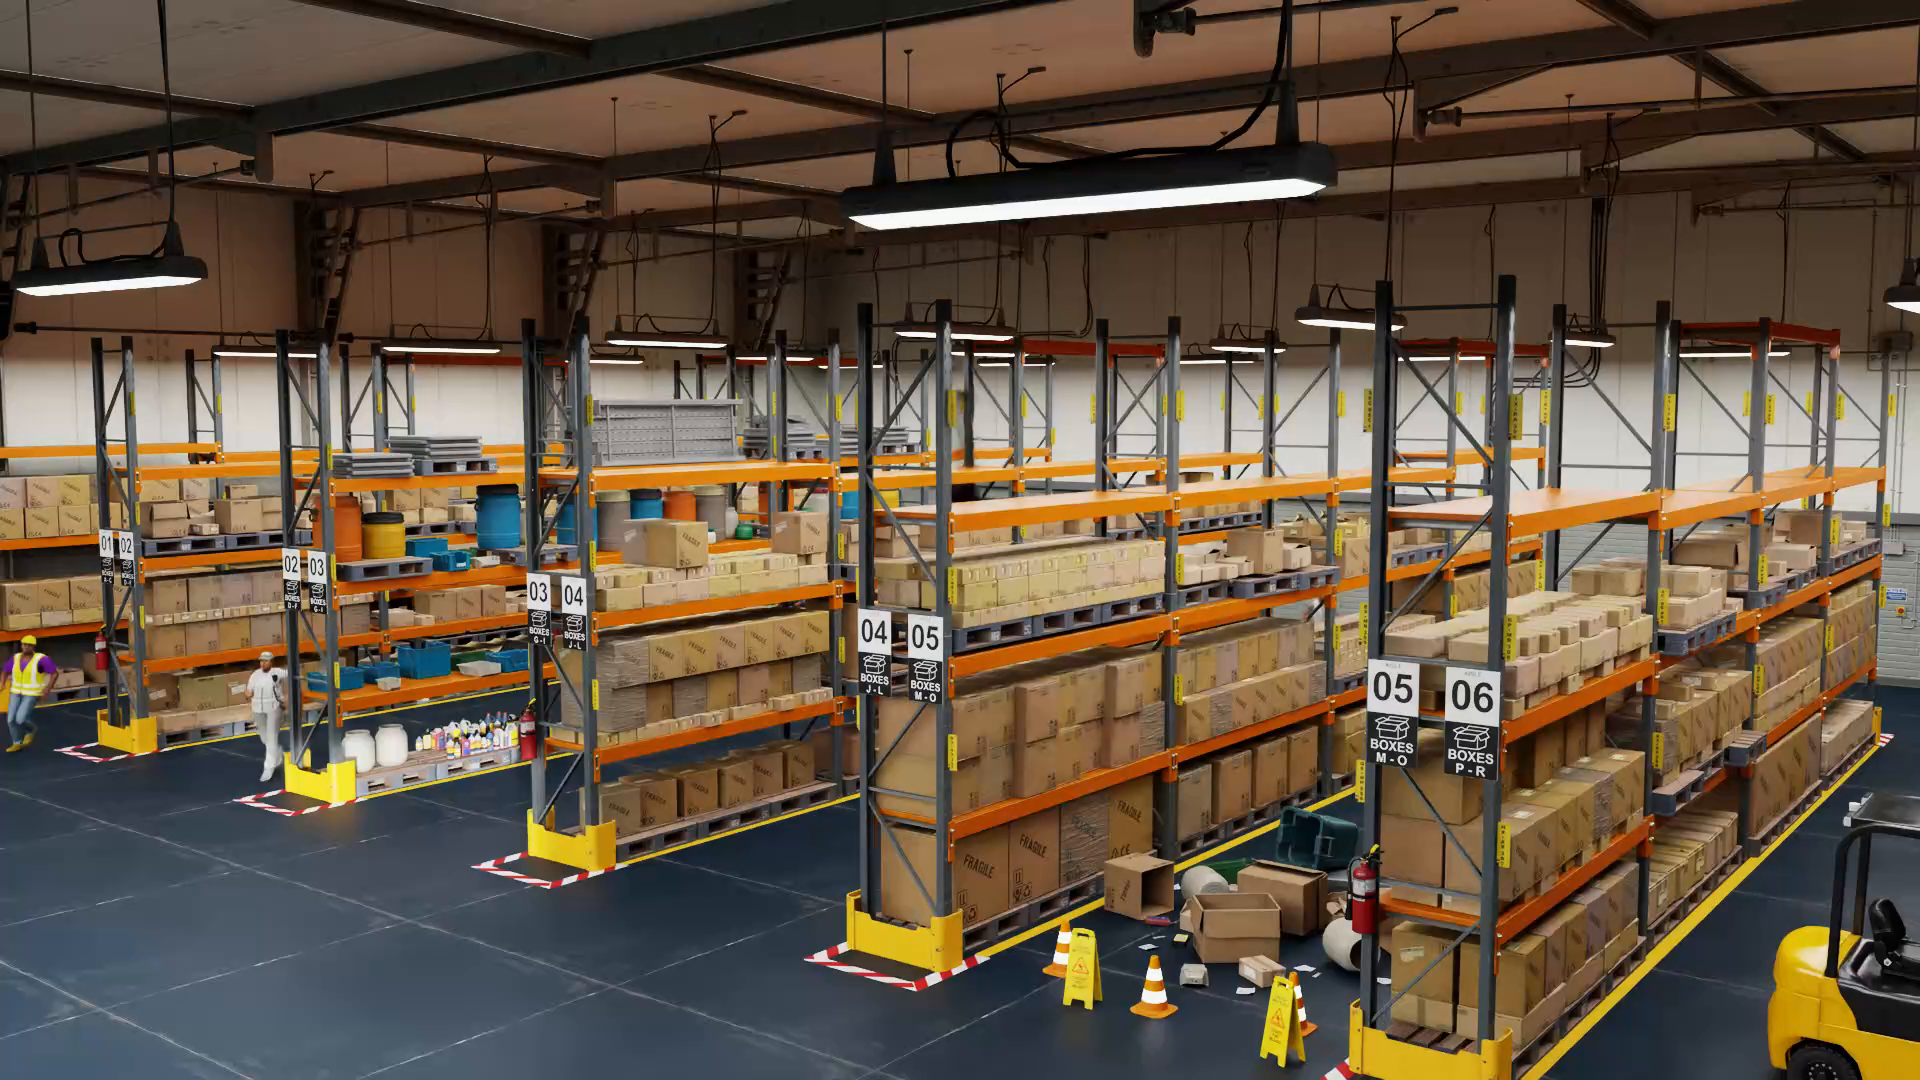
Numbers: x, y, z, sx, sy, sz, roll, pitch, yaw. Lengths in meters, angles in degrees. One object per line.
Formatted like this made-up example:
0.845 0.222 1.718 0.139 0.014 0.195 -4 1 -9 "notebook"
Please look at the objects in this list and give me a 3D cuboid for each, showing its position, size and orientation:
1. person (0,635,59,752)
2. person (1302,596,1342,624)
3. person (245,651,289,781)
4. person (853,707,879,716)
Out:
-13.533 2.223 24.080 0.750 1.699 0.523 0 5 0 "person"
6.542 1.690 30.014 0.697 1.761 0.687 0 5 5 "person"
-9.410 2.351 22.640 0.599 1.690 0.880 0 5 3 "person"
-1.364 2.133 25.252 0.685 1.707 0.631 4 6 38 "person"
